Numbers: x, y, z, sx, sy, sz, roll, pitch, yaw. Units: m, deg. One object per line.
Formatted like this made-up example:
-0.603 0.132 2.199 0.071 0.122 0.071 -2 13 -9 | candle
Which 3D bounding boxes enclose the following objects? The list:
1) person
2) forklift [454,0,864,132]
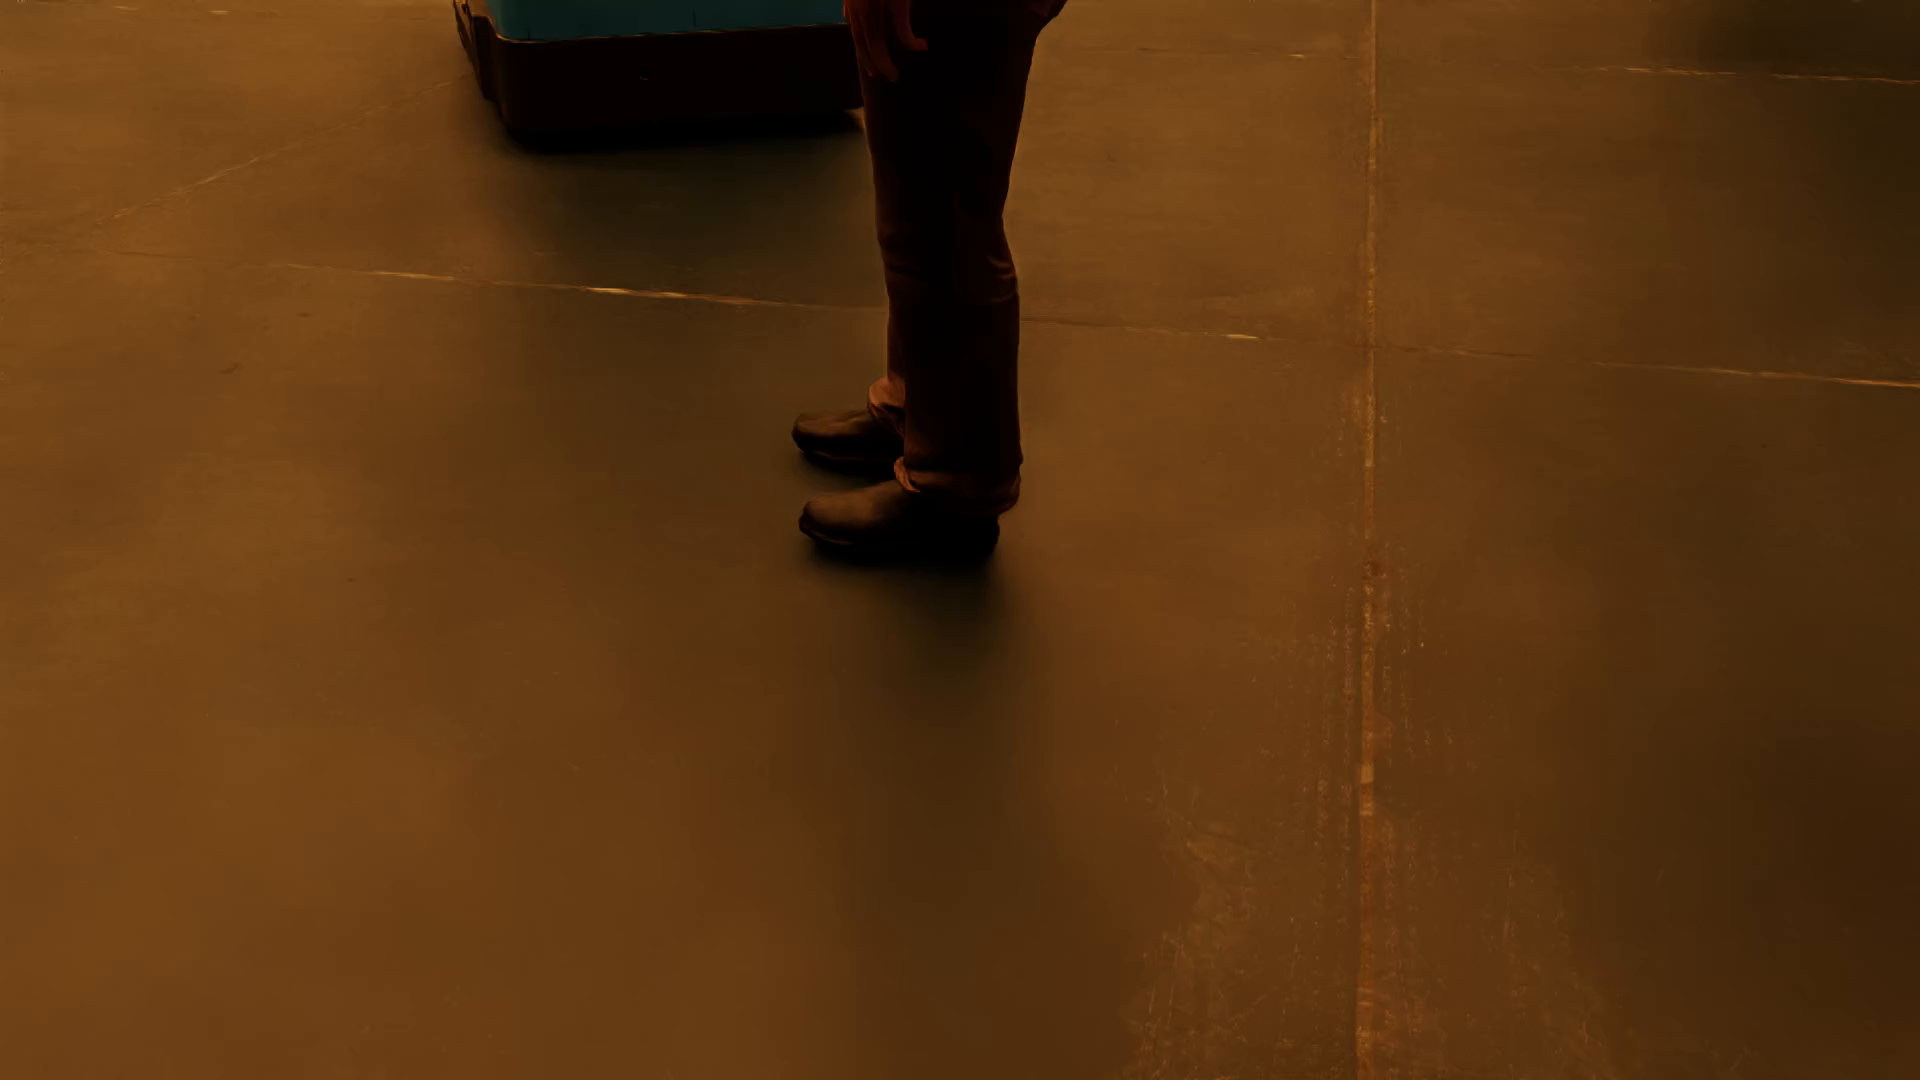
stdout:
-0.059 -0.785 2.128 0.567 1.720 0.632 6 27 11 | person
-1.210 -3.078 5.348 1.130 2.935 3.031 -9 28 -17 | forklift
